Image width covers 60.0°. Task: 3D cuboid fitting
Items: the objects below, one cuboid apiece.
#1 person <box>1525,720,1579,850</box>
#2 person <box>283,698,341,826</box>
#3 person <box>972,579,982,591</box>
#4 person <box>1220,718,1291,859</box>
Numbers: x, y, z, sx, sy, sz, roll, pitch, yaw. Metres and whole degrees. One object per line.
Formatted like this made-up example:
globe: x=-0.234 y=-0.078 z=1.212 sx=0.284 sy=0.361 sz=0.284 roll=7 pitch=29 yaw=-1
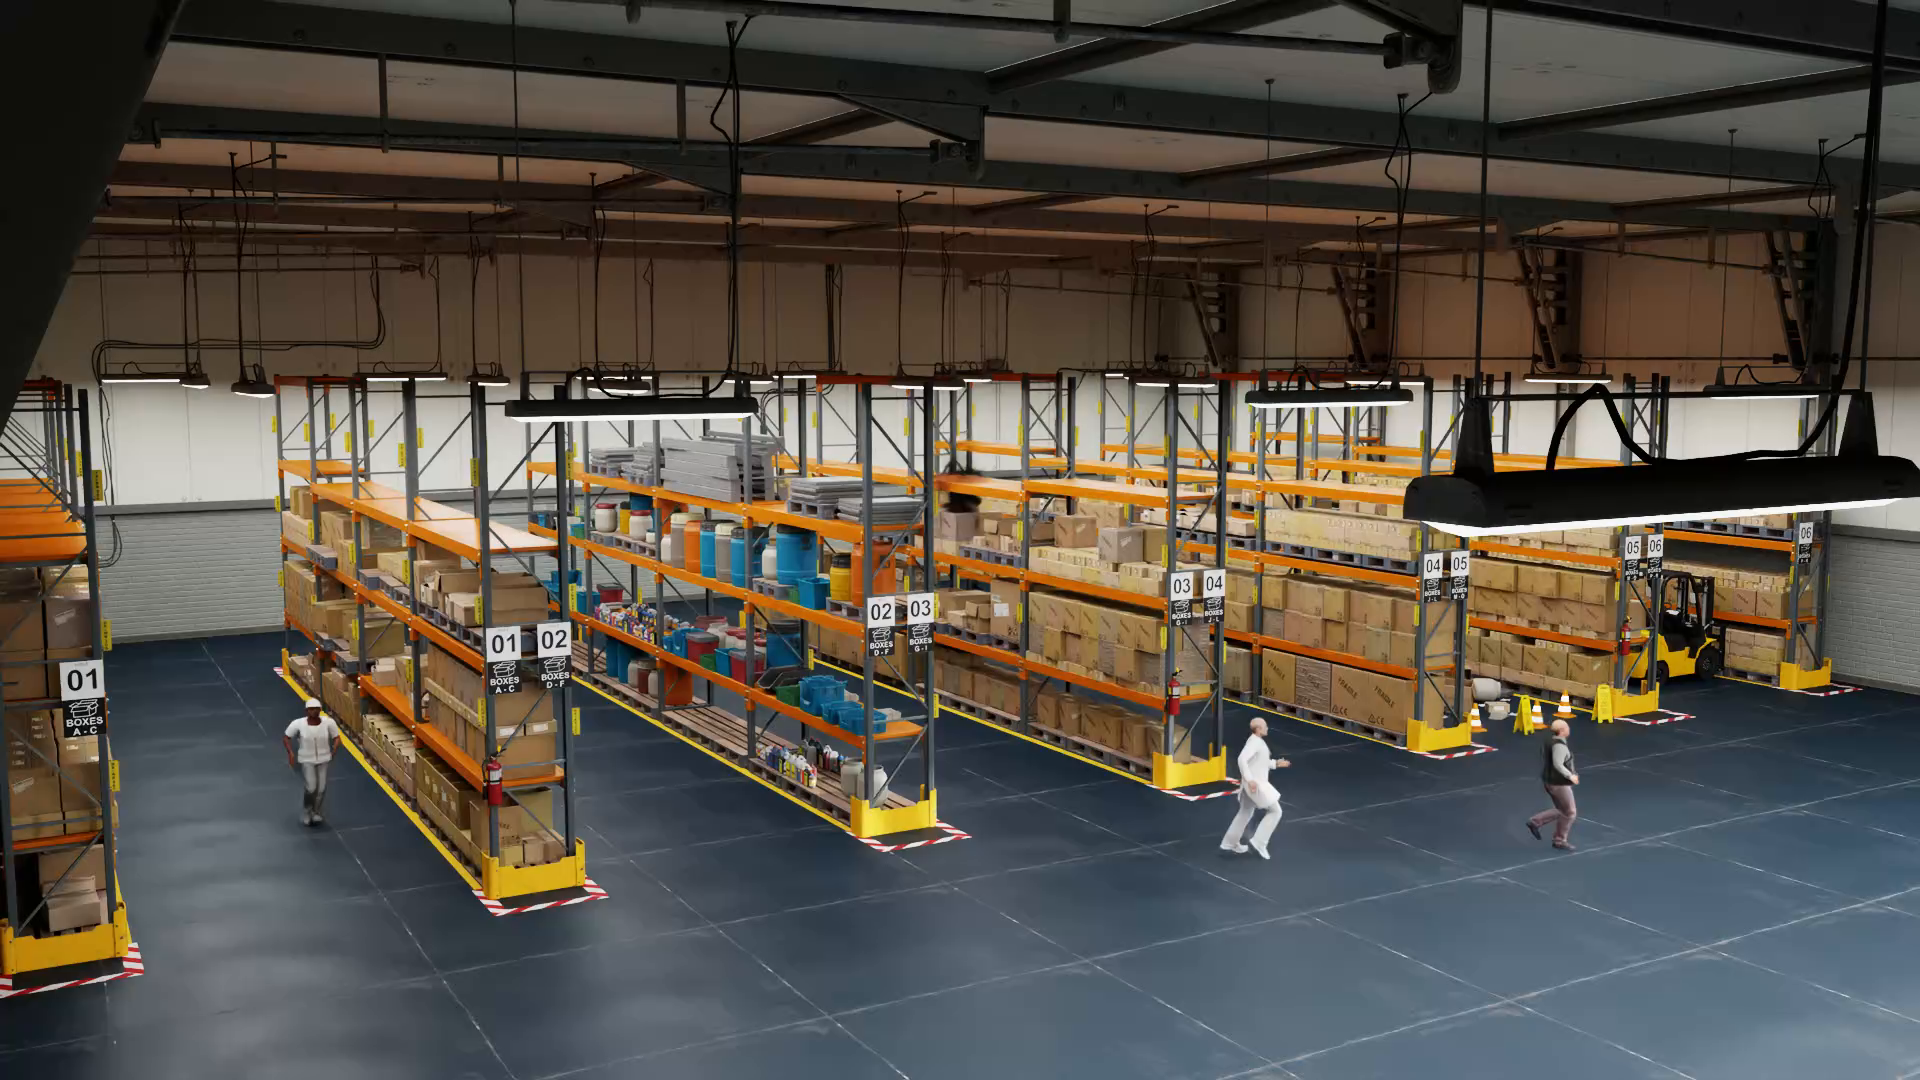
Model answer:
person: x=7.657 y=3.154 z=21.430 sx=0.617 sy=1.695 sz=0.670 roll=0 pitch=6 yaw=3
person: x=-8.720 y=3.003 z=22.513 sx=0.699 sy=1.741 sz=0.640 roll=-4 pitch=8 yaw=-35
person: x=0.350 y=0.824 z=43.024 sx=0.514 sy=1.595 sz=0.882 roll=5 pitch=8 yaw=37
person: x=3.756 y=3.152 z=21.084 sx=0.888 sy=1.819 sz=0.666 roll=0 pitch=6 yaw=-3
